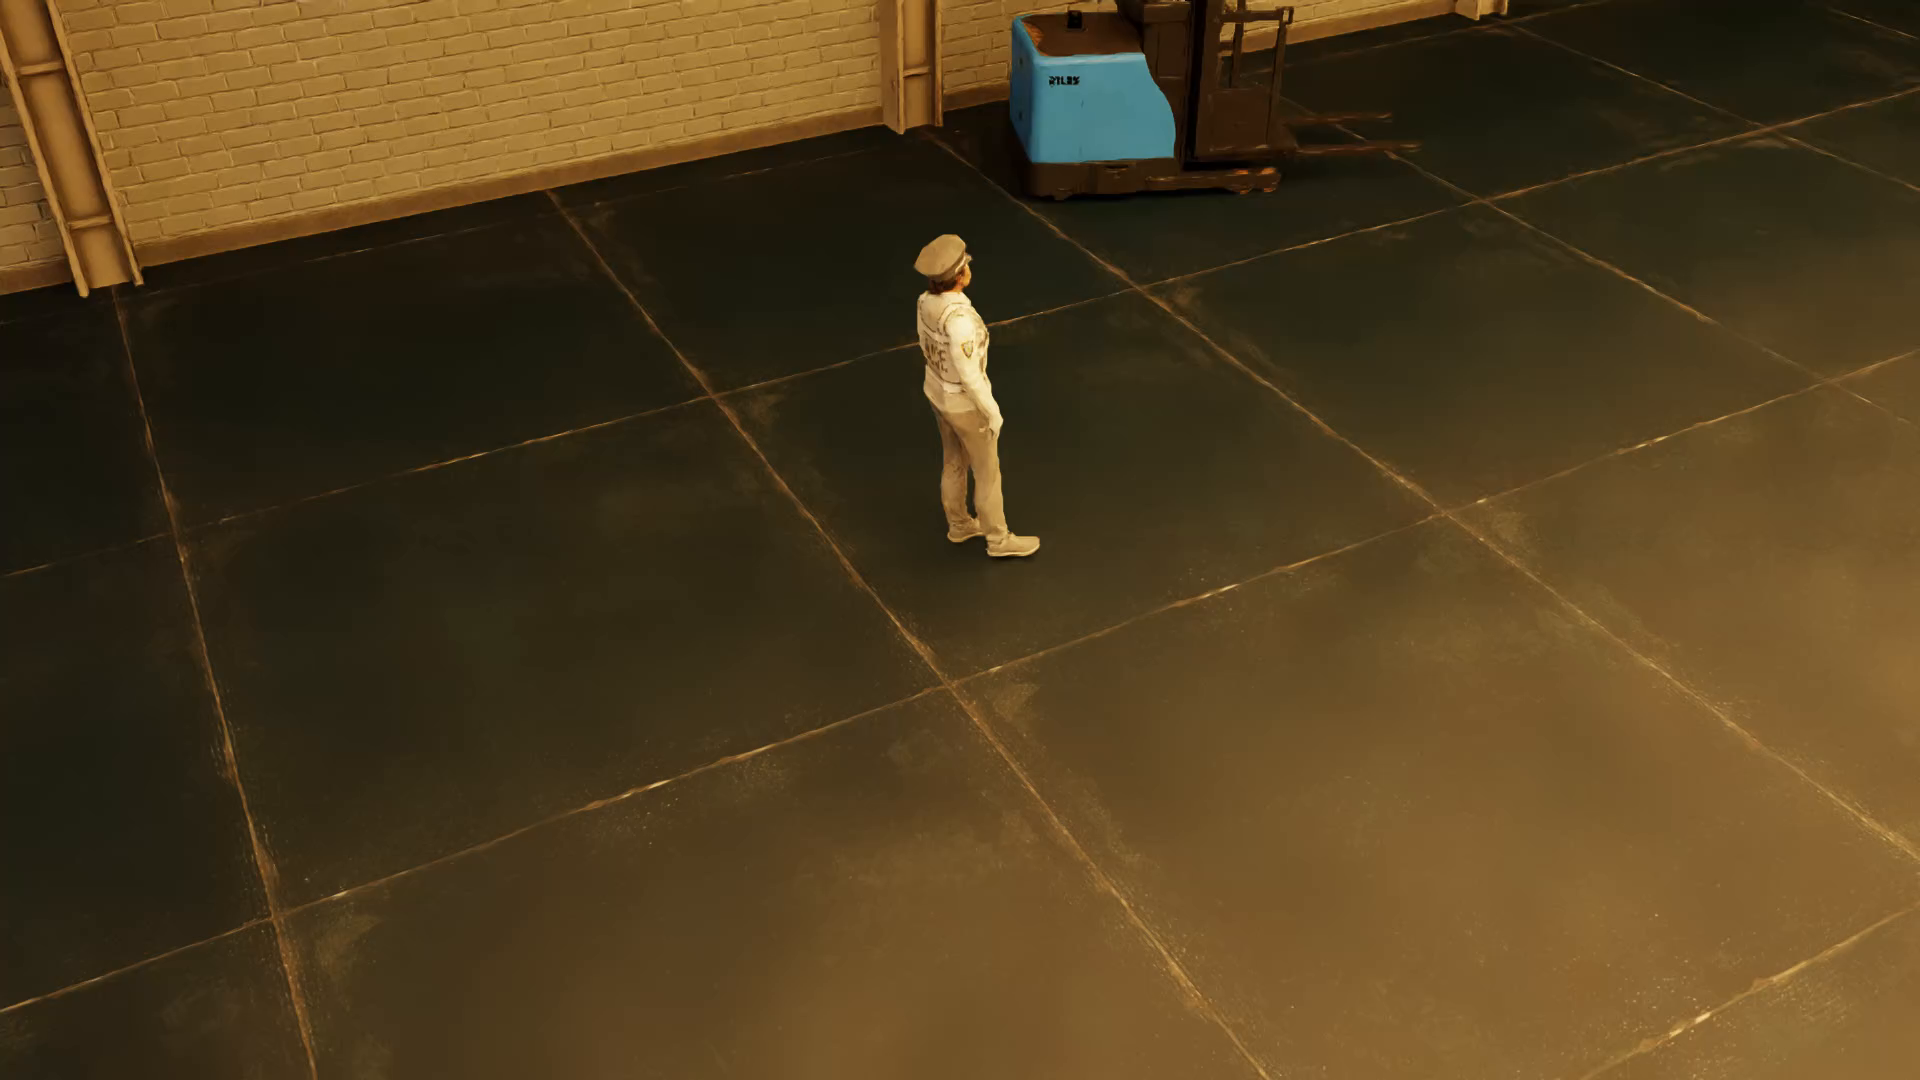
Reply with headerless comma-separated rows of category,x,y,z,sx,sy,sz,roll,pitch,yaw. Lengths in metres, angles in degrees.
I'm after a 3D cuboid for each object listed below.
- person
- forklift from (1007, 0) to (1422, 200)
person,0.063,-0.713,8.190,0.533,1.695,0.586,-17,39,-23
forklift,1.926,-4.053,11.857,3.031,2.935,1.130,-5,36,-7
